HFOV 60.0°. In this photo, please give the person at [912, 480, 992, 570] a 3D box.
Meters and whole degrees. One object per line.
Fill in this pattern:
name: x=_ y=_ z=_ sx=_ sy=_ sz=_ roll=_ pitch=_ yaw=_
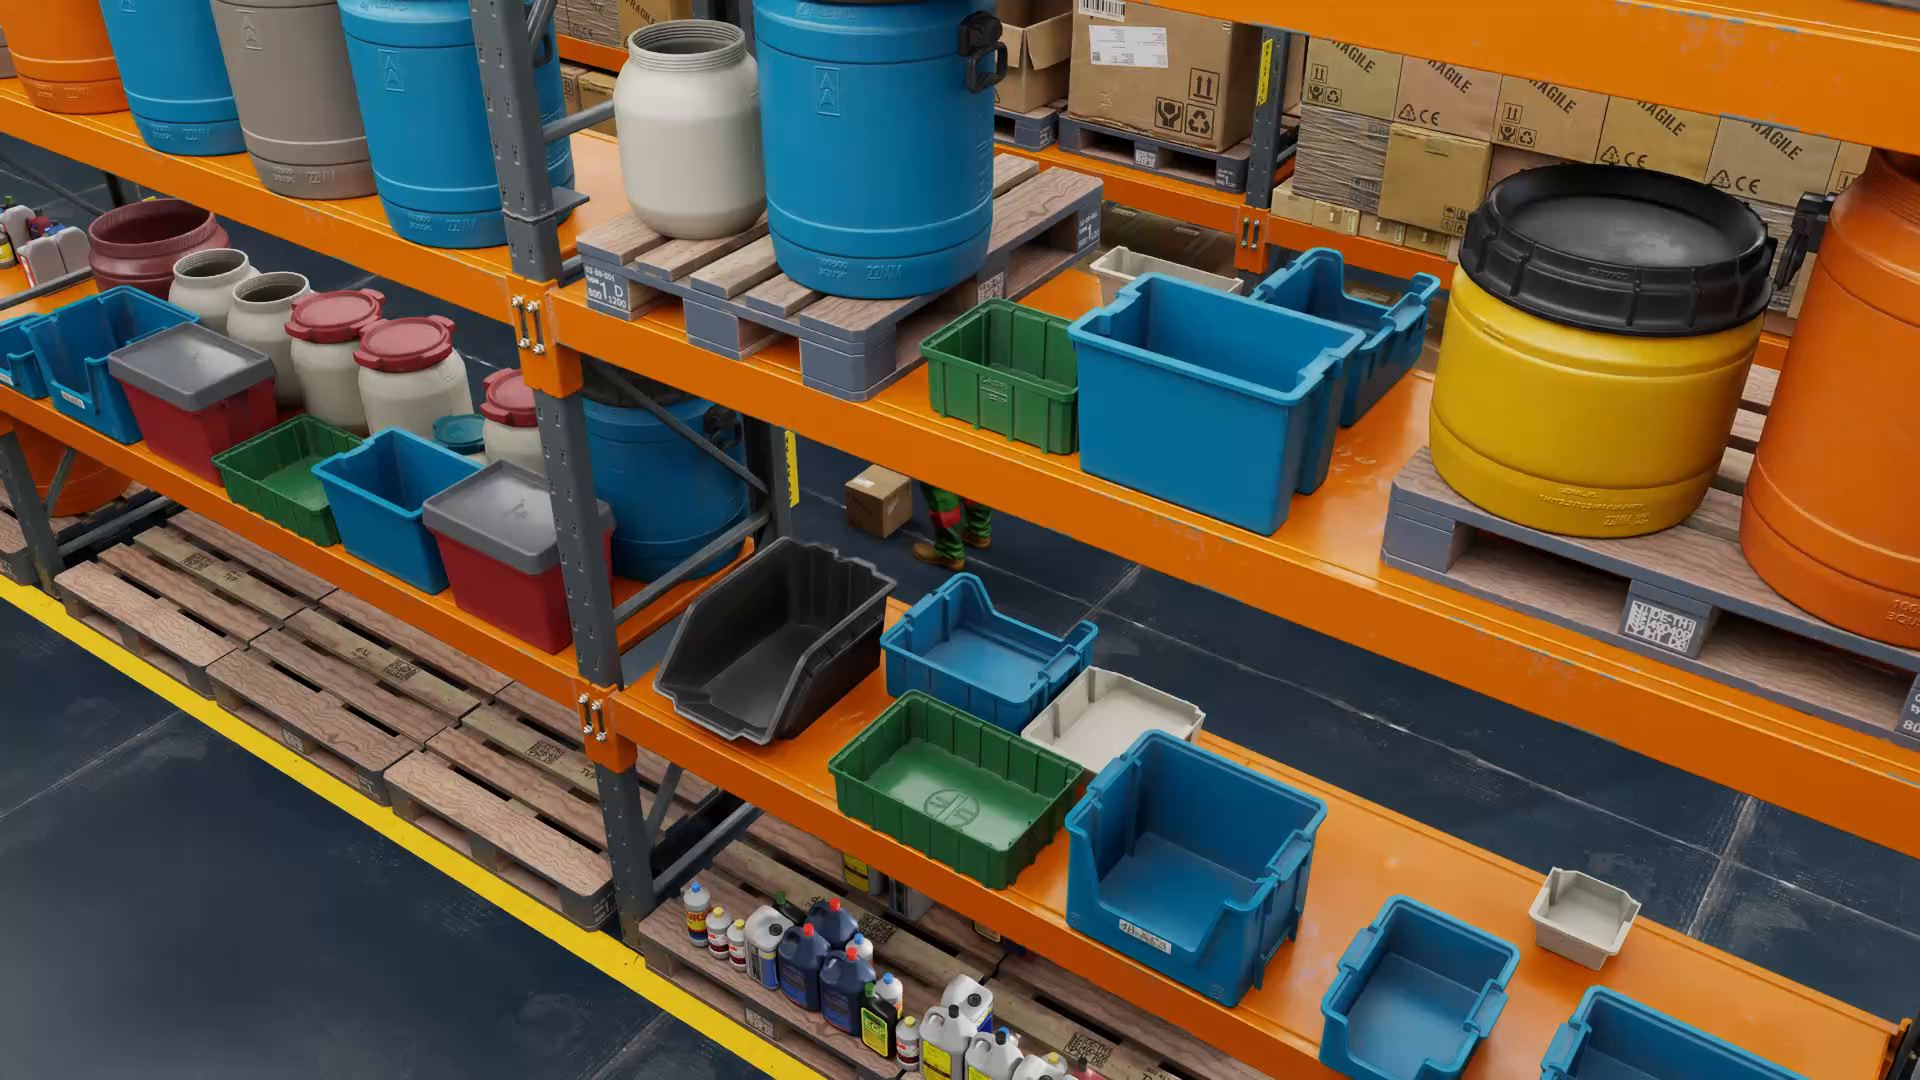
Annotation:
person: x=-0.048 y=-0.671 z=8.124 sx=0.371 sy=1.777 sz=0.530 roll=22 pitch=40 yaw=29
